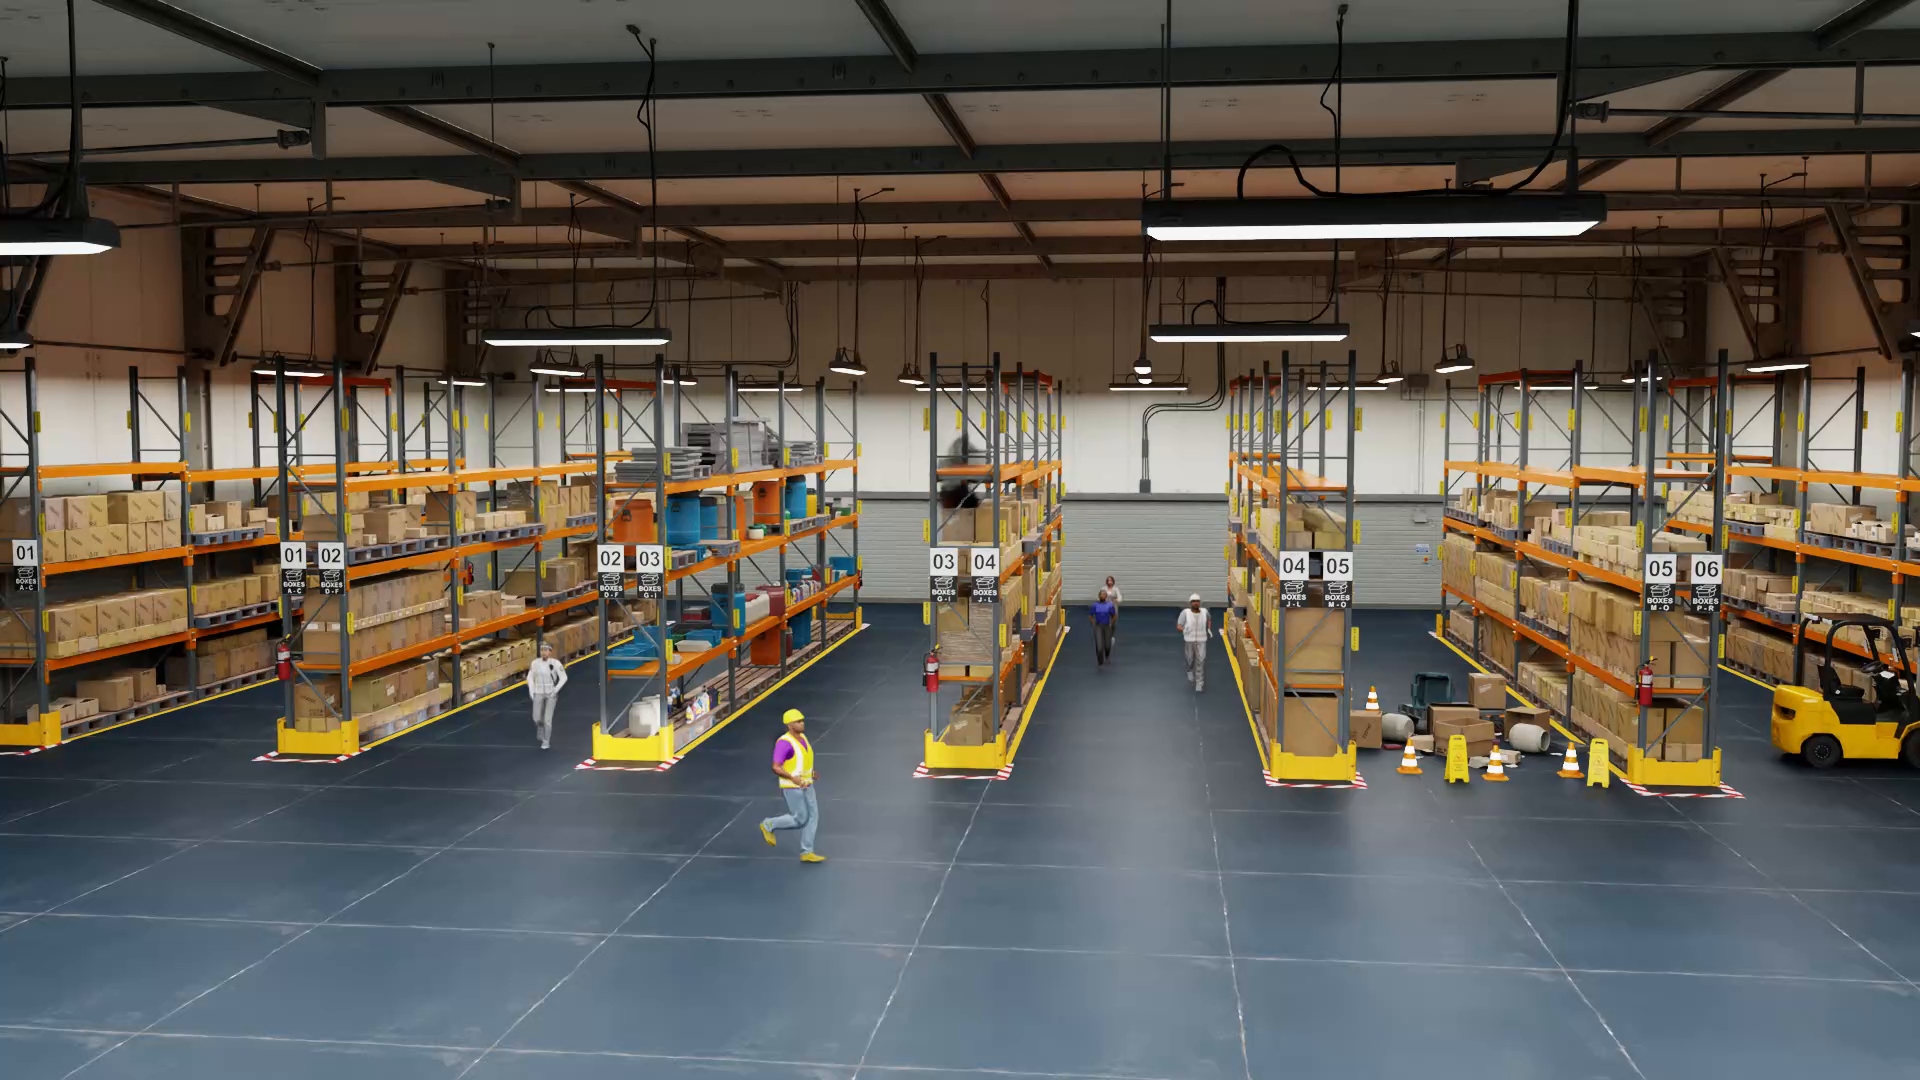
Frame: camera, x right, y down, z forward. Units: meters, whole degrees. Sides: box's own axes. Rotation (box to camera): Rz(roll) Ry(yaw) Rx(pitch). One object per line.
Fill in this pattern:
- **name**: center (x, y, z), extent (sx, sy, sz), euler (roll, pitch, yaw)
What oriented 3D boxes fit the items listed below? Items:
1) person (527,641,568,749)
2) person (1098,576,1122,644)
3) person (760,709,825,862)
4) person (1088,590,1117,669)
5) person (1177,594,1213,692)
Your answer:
- **person**: center (-6.371, 2.368, 25.661), extent (0.633, 1.661, 0.538), euler (0, 4, -3)
- **person**: center (3.305, 1.587, 36.680), extent (0.532, 1.596, 0.879), euler (0, 4, 4)
- **person**: center (-1.886, 2.797, 18.997), extent (0.801, 1.739, 0.700), euler (2, 4, 24)
- **person**: center (2.888, 1.812, 33.760), extent (0.573, 1.604, 0.562), euler (0, 4, 7)
- **person**: center (4.401, 1.900, 31.136), extent (0.685, 1.782, 0.983), euler (0, 4, 2)
